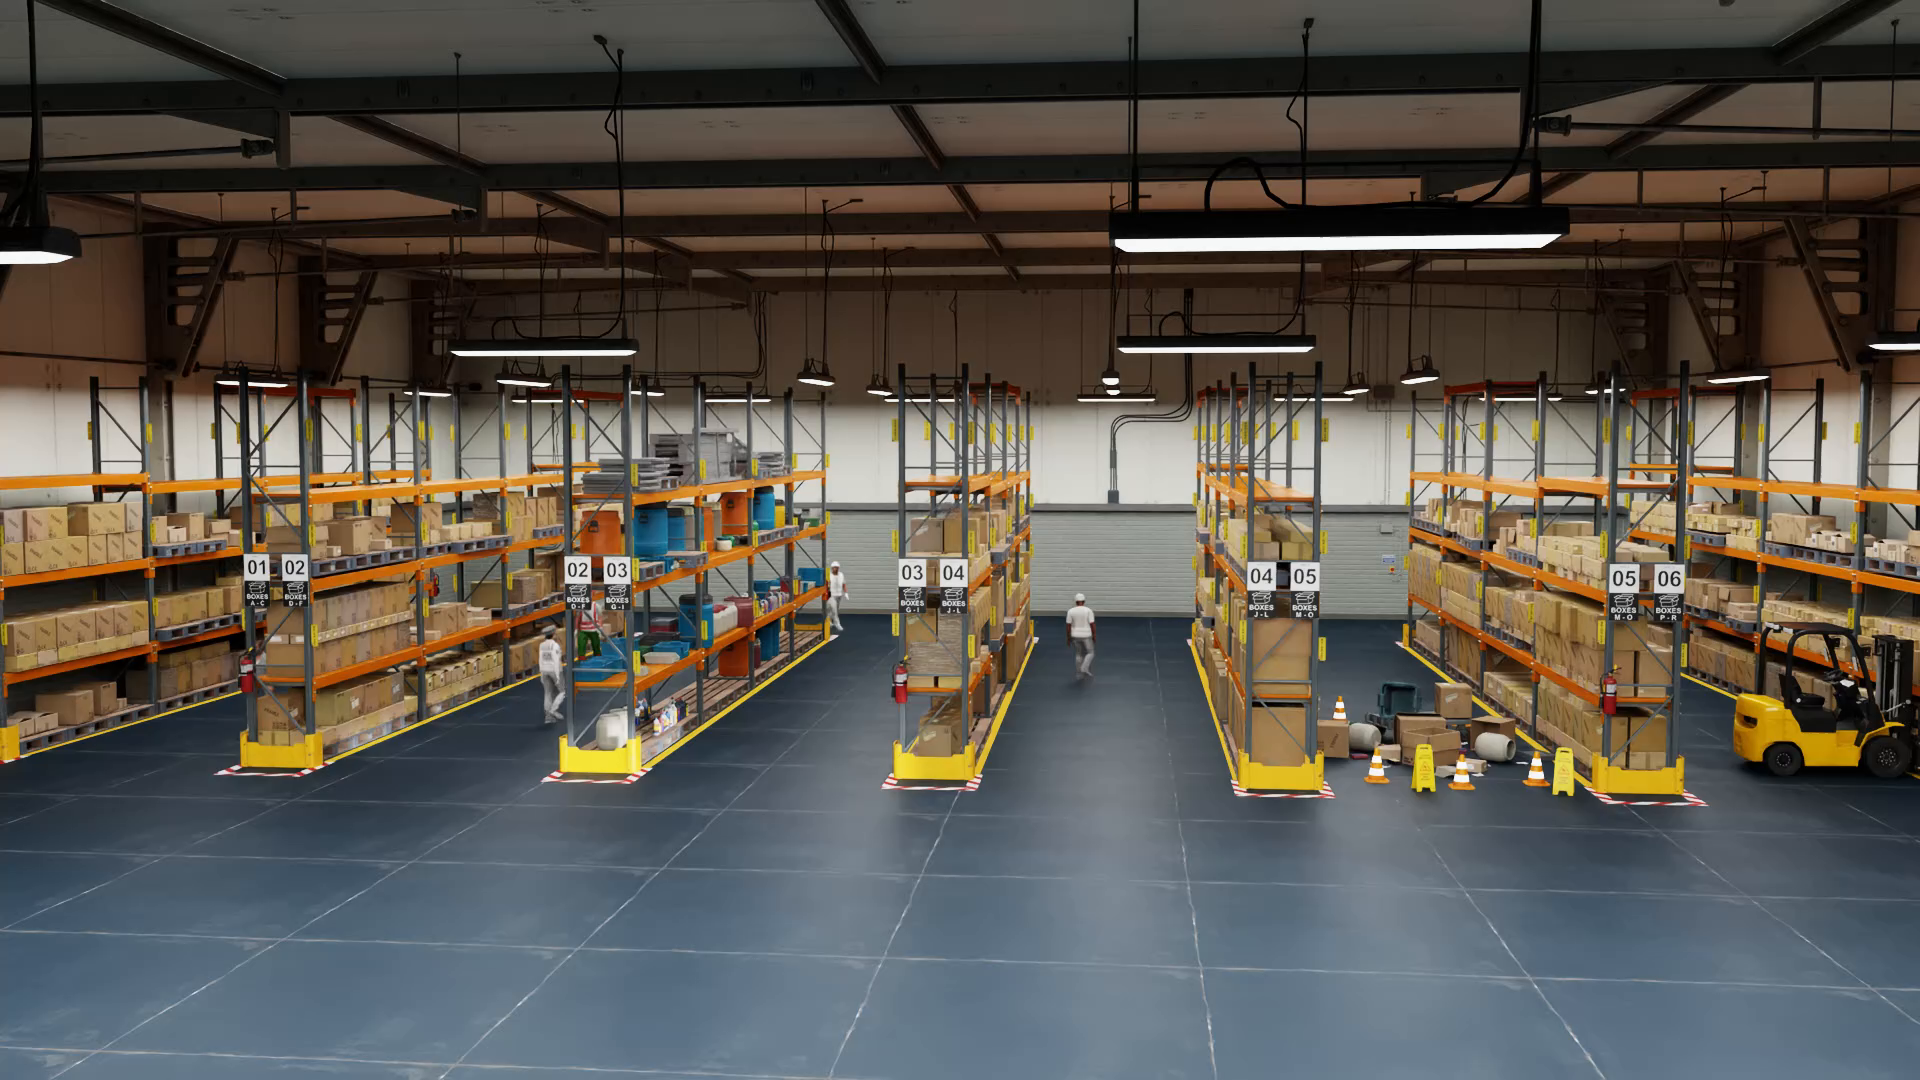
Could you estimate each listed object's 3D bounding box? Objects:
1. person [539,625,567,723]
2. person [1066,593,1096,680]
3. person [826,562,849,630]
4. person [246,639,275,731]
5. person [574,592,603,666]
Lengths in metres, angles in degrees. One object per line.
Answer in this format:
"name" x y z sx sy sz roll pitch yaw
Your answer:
"person" -7.070 2.314 28.735 0.527 1.676 0.483 1 4 16
"person" 2.447 1.965 33.637 0.606 1.761 0.635 1 4 17
"person" -3.160 1.402 42.226 0.570 1.714 1.110 -3 4 -35
"person" -11.717 2.426 27.869 0.454 1.557 0.840 -1 4 -9
"person" -7.757 1.885 34.602 0.680 1.724 1.034 0 4 6
